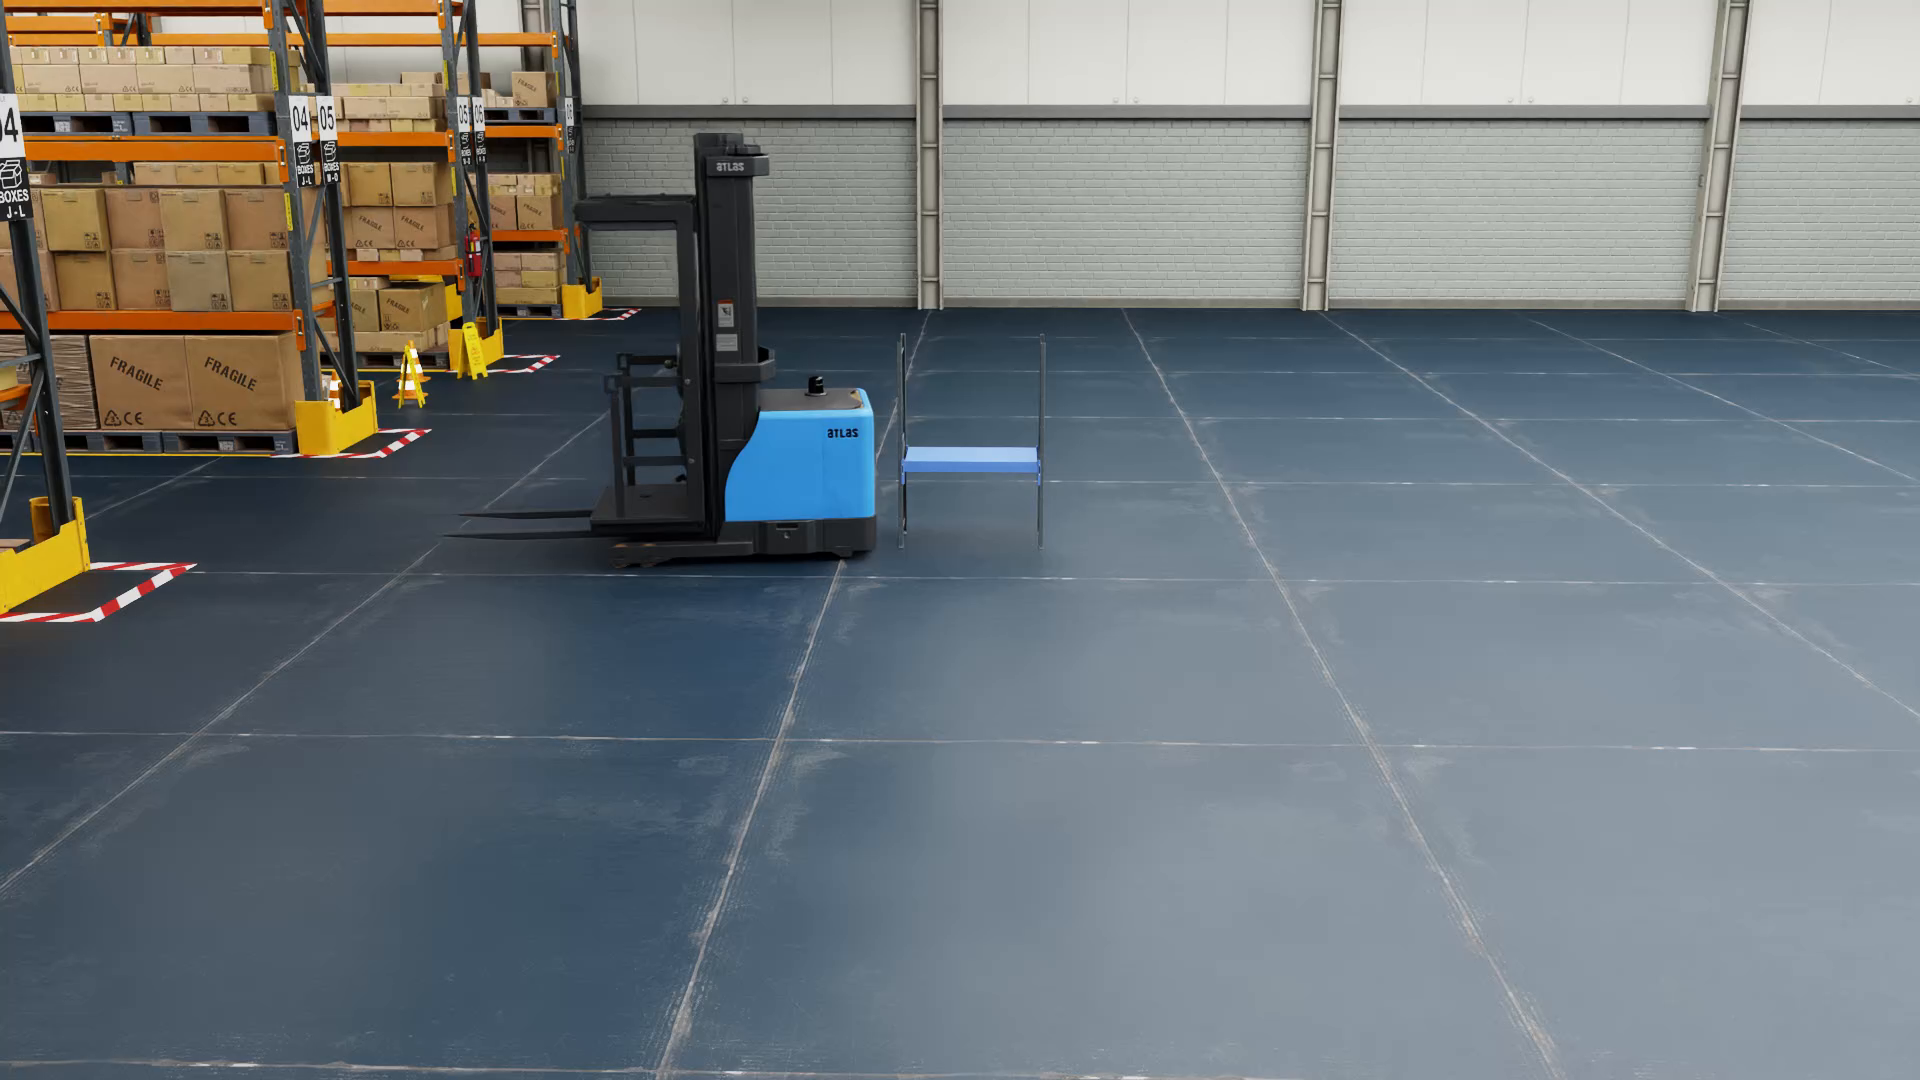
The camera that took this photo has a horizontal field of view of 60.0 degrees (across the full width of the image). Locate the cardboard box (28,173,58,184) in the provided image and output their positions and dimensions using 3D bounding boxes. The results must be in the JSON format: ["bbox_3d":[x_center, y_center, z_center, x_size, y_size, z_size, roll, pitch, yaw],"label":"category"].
[{"bbox_3d":[-11.066,-4.323,19.971,0.250,0.149,0.380,0,15,0],"label":"cardboard box"}]

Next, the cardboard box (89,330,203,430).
[{"bbox_3d":[-7.495,-1.547,15.665,0.875,0.875,0.875,0,15,1],"label":"cardboard box"}]

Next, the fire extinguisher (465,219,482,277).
[{"bbox_3d":[-5.808,-3.486,19.824,0.183,0.674,0.296,0,15,1],"label":"fire extinguisher"}]

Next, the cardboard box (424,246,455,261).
[{"bbox_3d":[-6.290,-3.468,20.097,0.250,0.149,0.380,1,15,3],"label":"cardboard box"}]

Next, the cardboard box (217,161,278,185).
[{"bbox_3d":[-8.463,-4.266,19.890,0.500,0.500,0.700,0,15,0],"label":"cardboard box"}]

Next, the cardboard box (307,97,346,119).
[{"bbox_3d":[-7.450,-5.103,19.635,0.500,0.250,0.500,1,15,3],"label":"cardboard box"}]

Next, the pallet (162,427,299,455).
[{"bbox_3d":[-6.737,-1.015,15.775,1.213,0.211,1.003,0,15,1],"label":"pallet"}]

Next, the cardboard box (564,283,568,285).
[{"bbox_3d":[-6.273,-3.834,25.558,0.500,0.250,0.500,0,15,2],"label":"cardboard box"}]

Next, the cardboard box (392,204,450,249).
[{"bbox_3d":[-6.460,-3.767,19.958,0.500,0.500,0.500,0,15,0],"label":"cardboard box"}]

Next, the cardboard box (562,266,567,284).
[{"bbox_3d":[-6.252,-4.079,25.506,0.500,0.250,0.500,1,15,2],"label":"cardboard box"}]

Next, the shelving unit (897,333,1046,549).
[{"bbox_3d":[0.085,-0.725,12.147,1.048,1.500,0.538,0,15,1],"label":"shelving unit"}]

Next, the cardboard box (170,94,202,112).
[{"bbox_3d":[-6.785,-3.878,14.751,0.250,0.149,0.380,1,15,2],"label":"cardboard box"}]

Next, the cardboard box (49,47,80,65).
[{"bbox_3d":[-7.806,-4.270,14.674,0.250,0.149,0.380,0,15,2],"label":"cardboard box"}]

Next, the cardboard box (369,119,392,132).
[{"bbox_3d":[-6.789,-4.905,19.664,0.250,0.149,0.380,1,15,3],"label":"cardboard box"}]

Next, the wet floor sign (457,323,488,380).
[{"bbox_3d":[-5.748,-2.229,19.523,0.232,0.644,0.267,6,16,21],"label":"wet floor sign"}]

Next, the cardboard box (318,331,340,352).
[{"bbox_3d":[-7.766,-2.459,20.347,0.500,0.250,0.500,0,15,-1],"label":"cardboard box"}]

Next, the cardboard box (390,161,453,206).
[{"bbox_3d":[-6.427,-4.265,19.885,0.500,0.500,0.700,0,15,0],"label":"cardboard box"}]

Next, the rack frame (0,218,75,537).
[{"bbox_3d":[-6.164,-1.114,10.683,0.127,3.000,1.000,0,15,1],"label":"rack frame"}]

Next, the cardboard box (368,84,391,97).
[{"bbox_3d":[-6.768,-5.291,19.565,0.250,0.149,0.380,0,15,1],"label":"cardboard box"}]

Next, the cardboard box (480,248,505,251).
[{"bbox_3d":[-7.262,-4.324,25.456,0.500,0.250,0.500,0,15,1],"label":"cardboard box"}]

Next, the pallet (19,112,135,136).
[{"bbox_3d":[-7.900,-3.795,15.139,1.213,0.211,1.003,0,15,1],"label":"pallet"}]

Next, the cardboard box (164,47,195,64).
[{"bbox_3d":[-6.787,-4.264,14.651,0.250,0.149,0.380,1,15,2],"label":"cardboard box"}]

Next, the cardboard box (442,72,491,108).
[{"bbox_3d":[-7.257,-6.630,24.496,0.500,0.500,0.700,0,15,2],"label":"cardboard box"}]

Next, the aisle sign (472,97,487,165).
[{"bbox_3d":[-5.841,-4.977,20.229,0.004,0.787,0.394,0,15,1],"label":"aisle sign"}]

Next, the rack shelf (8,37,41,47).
[{"bbox_3d":[-15.784,-7.332,24.685,4.000,0.370,1.077,0,15,1],"label":"rack shelf"}]

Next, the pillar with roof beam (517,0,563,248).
[{"bbox_3d":[-6.570,-6.945,21.022,0.400,9.000,9.100,0,15,1],"label":"pillar with roof beam"}]

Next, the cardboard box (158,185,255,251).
[{"bbox_3d":[-6.858,-2.965,15.289,0.550,0.550,0.875,0,15,1],"label":"cardboard box"}]

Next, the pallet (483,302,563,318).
[{"bbox_3d":[-6.553,-3.553,25.394,1.213,0.211,1.003,0,15,1],"label":"pallet"}]

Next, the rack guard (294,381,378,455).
[{"bbox_3d":[-5.912,-1.170,15.793,0.348,0.500,1.175,0,15,1],"label":"rack guard"}]

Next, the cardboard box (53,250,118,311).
[{"bbox_3d":[-7.946,-2.468,15.522,0.500,0.550,0.875,0,15,1],"label":"cardboard box"}]

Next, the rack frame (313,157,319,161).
[{"bbox_3d":[-9.786,-4.933,25.159,0.127,3.000,1.000,0,15,1],"label":"rack frame"}]

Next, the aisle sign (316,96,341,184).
[{"bbox_3d":[-5.857,-3.711,15.432,0.004,0.787,0.394,0,15,1],"label":"aisle sign"}]

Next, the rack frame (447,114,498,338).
[{"bbox_3d":[-5.910,-3.641,20.262,0.127,3.000,1.000,0,15,1],"label":"rack frame"}]

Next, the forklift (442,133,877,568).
[{"bbox_3d":[-2.145,-1.364,11.763,3.031,2.935,1.130,-2,15,-6],"label":"forklift"}]

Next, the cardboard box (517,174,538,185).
[{"bbox_3d":[-6.398,-5.355,24.708,0.250,0.149,0.380,0,15,2],"label":"cardboard box"}]

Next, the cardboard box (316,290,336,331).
[{"bbox_3d":[-7.744,-2.824,20.260,0.500,0.500,0.500,0,15,0],"label":"cardboard box"}]

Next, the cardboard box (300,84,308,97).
[{"bbox_3d":[-7.790,-5.284,19.538,0.250,0.149,0.380,1,15,3],"label":"cardboard box"}]

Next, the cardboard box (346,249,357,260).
[{"bbox_3d":[-7.312,-3.480,20.142,0.250,0.149,0.380,1,15,2],"label":"cardboard box"}]

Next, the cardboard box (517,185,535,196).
[{"bbox_3d":[-6.397,-5.194,24.680,0.250,0.149,0.380,1,15,2],"label":"cardboard box"}]

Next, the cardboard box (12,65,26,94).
[{"bbox_3d":[-8.444,-4.097,14.800,0.500,0.250,0.500,0,15,1],"label":"cardboard box"}]

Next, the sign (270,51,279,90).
[{"bbox_3d":[-5.964,-4.080,14.465,0.005,0.325,0.100,0,15,1],"label":"sign"}]

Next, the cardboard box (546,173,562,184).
[{"bbox_3d":[-6.118,-5.470,25.141,0.250,0.149,0.380,0,15,0],"label":"cardboard box"}]

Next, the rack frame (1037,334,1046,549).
[{"bbox_3d":[0.593,-0.721,12.134,0.032,1.500,0.500,0,15,1],"label":"rack frame"}]

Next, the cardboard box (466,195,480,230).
[{"bbox_3d":[-7.317,-4.901,24.840,0.500,0.500,0.500,0,15,0],"label":"cardboard box"}]

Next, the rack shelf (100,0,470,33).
[{"bbox_3d":[-7.910,-6.206,19.638,4.000,0.370,1.077,0,15,1],"label":"rack shelf"}]

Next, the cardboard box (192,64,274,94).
[{"bbox_3d":[-6.432,-4.083,14.749,0.500,0.250,0.500,1,15,2],"label":"cardboard box"}]

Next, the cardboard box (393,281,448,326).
[{"bbox_3d":[-6.734,-2.953,20.751,0.500,0.500,0.500,0,15,0],"label":"cardboard box"}]

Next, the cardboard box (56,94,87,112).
[{"bbox_3d":[-7.802,-3.885,14.777,0.250,0.149,0.380,1,15,2],"label":"cardboard box"}]

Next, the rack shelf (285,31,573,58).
[{"bbox_3d":[-7.787,-7.280,24.487,4.000,0.370,1.077,0,15,1],"label":"rack shelf"}]

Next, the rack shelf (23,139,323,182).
[{"bbox_3d":[-7.935,-3.494,15.233,4.000,0.370,1.077,0,15,1],"label":"rack shelf"}]
